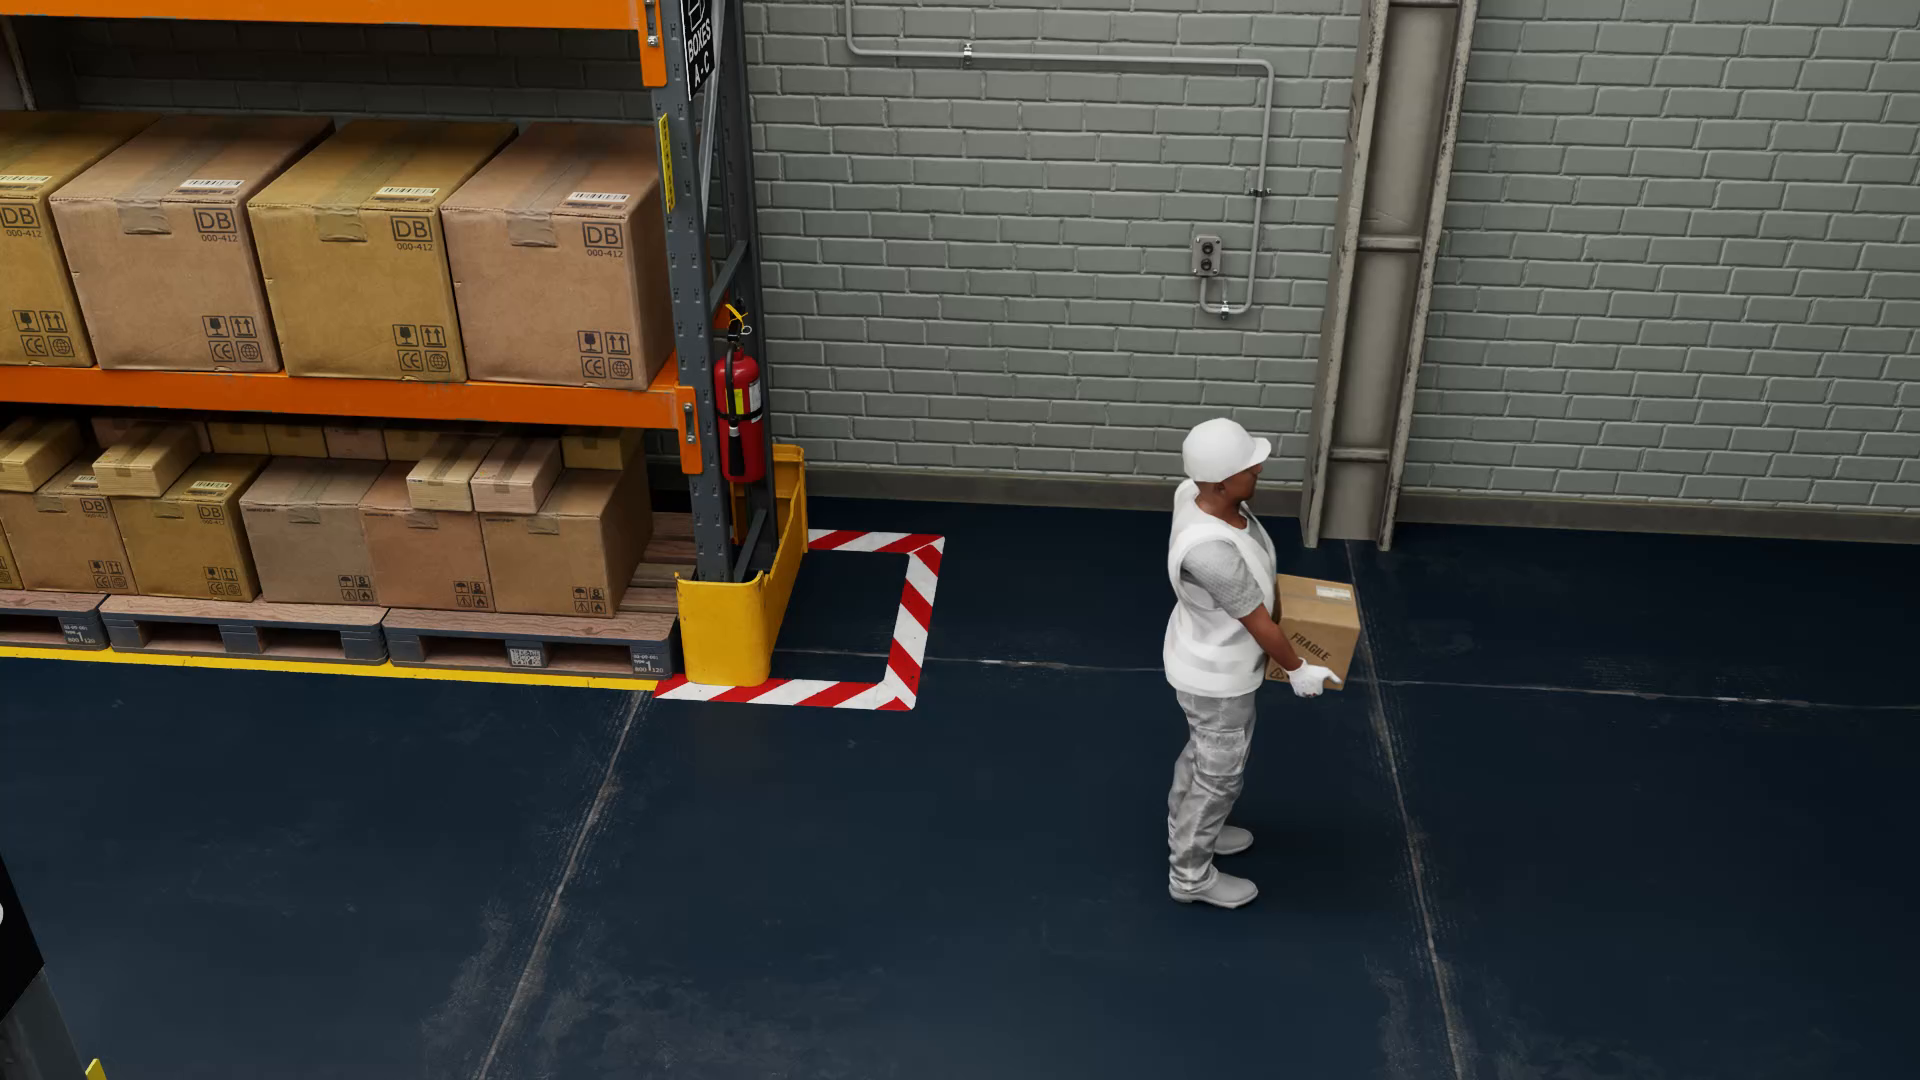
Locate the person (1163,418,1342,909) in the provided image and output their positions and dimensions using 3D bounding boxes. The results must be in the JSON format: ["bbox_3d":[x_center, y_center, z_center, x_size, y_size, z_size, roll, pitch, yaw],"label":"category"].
[{"bbox_3d":[0.941,0.411,5.455,0.574,1.778,0.487,3,32,5],"label":"person"}]
